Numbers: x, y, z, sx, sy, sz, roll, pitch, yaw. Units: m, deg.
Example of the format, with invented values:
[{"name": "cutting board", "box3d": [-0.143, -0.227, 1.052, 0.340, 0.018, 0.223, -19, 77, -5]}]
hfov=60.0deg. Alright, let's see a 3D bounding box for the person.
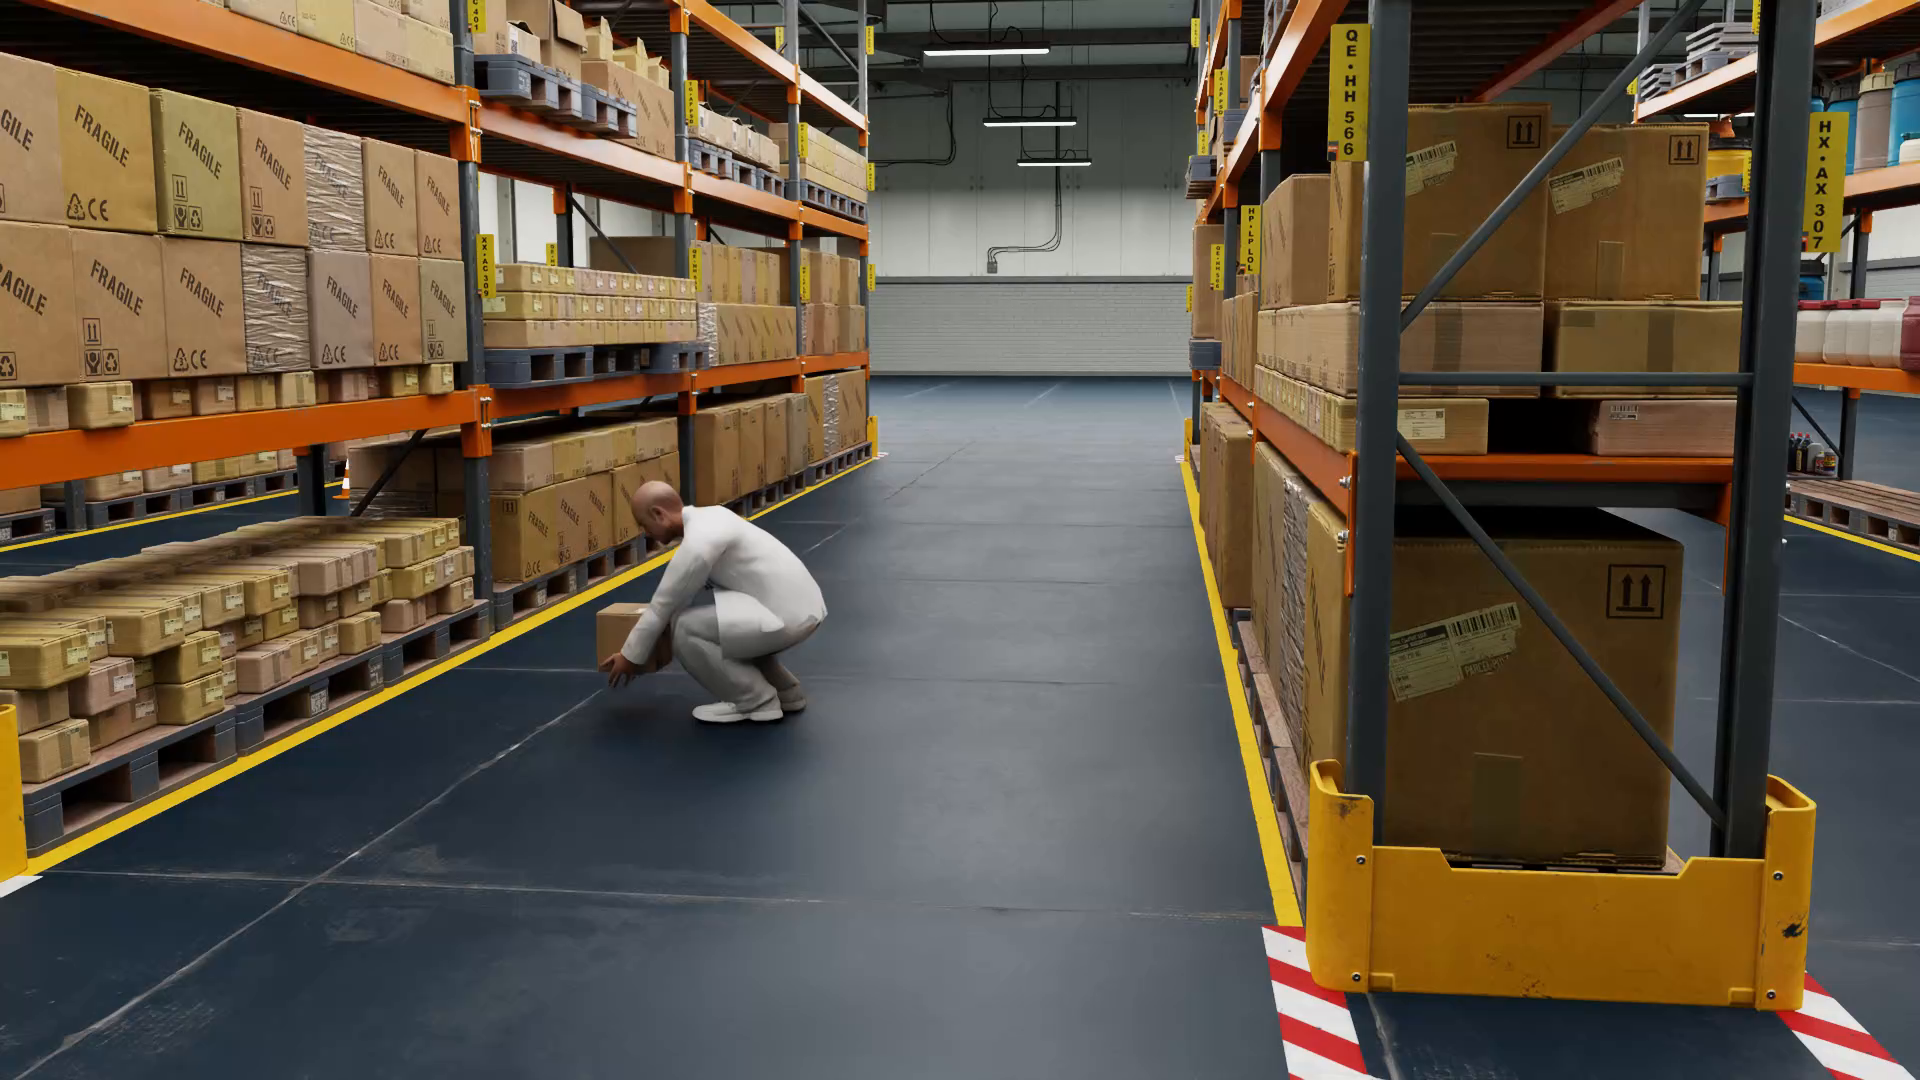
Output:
[{"name": "person", "box3d": [-1.024, 0.249, 6.975, 0.923, 1.000, 0.584, 1, 7, 5]}]
